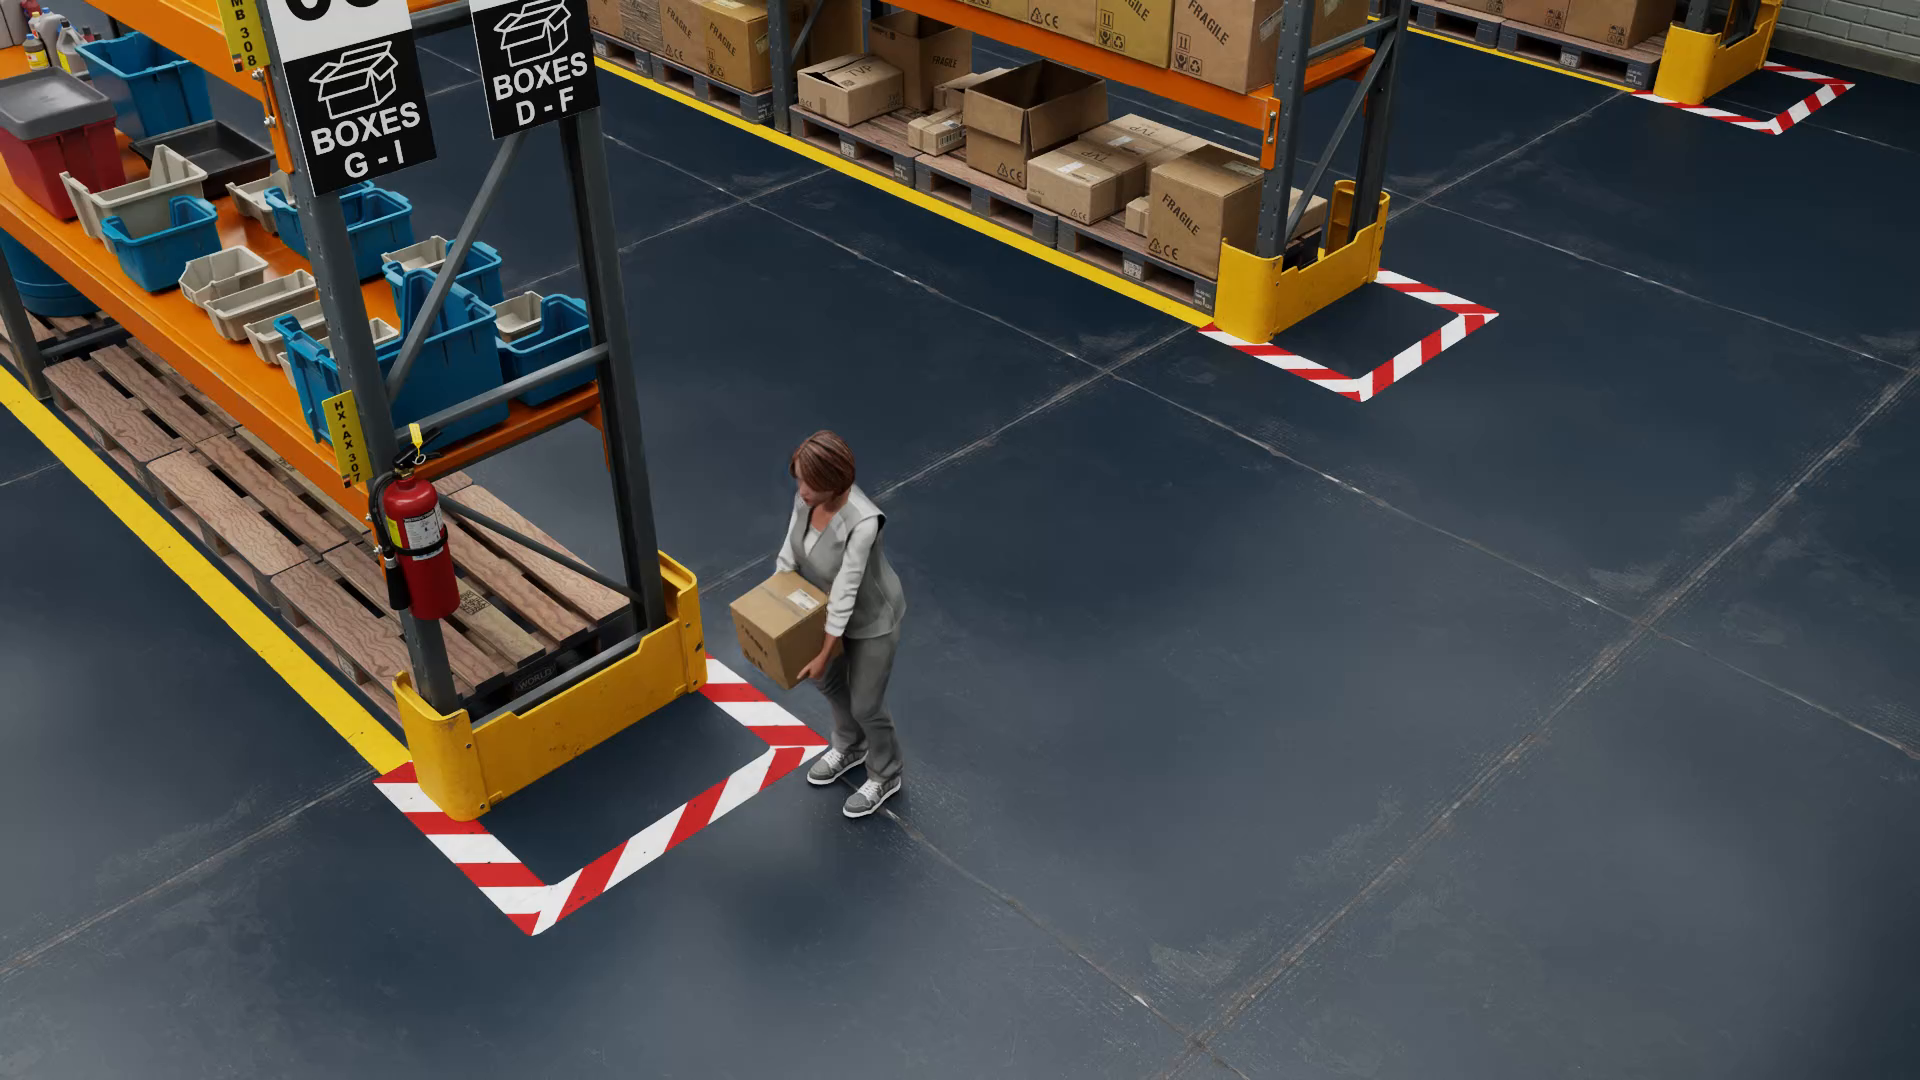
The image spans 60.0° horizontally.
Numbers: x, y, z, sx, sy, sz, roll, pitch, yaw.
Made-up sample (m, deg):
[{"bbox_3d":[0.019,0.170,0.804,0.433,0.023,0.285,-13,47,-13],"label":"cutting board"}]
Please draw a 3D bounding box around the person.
[{"bbox_3d":[-0.448,0.314,5.747,0.492,1.575,0.360,-28,44,-33],"label":"person"}]
